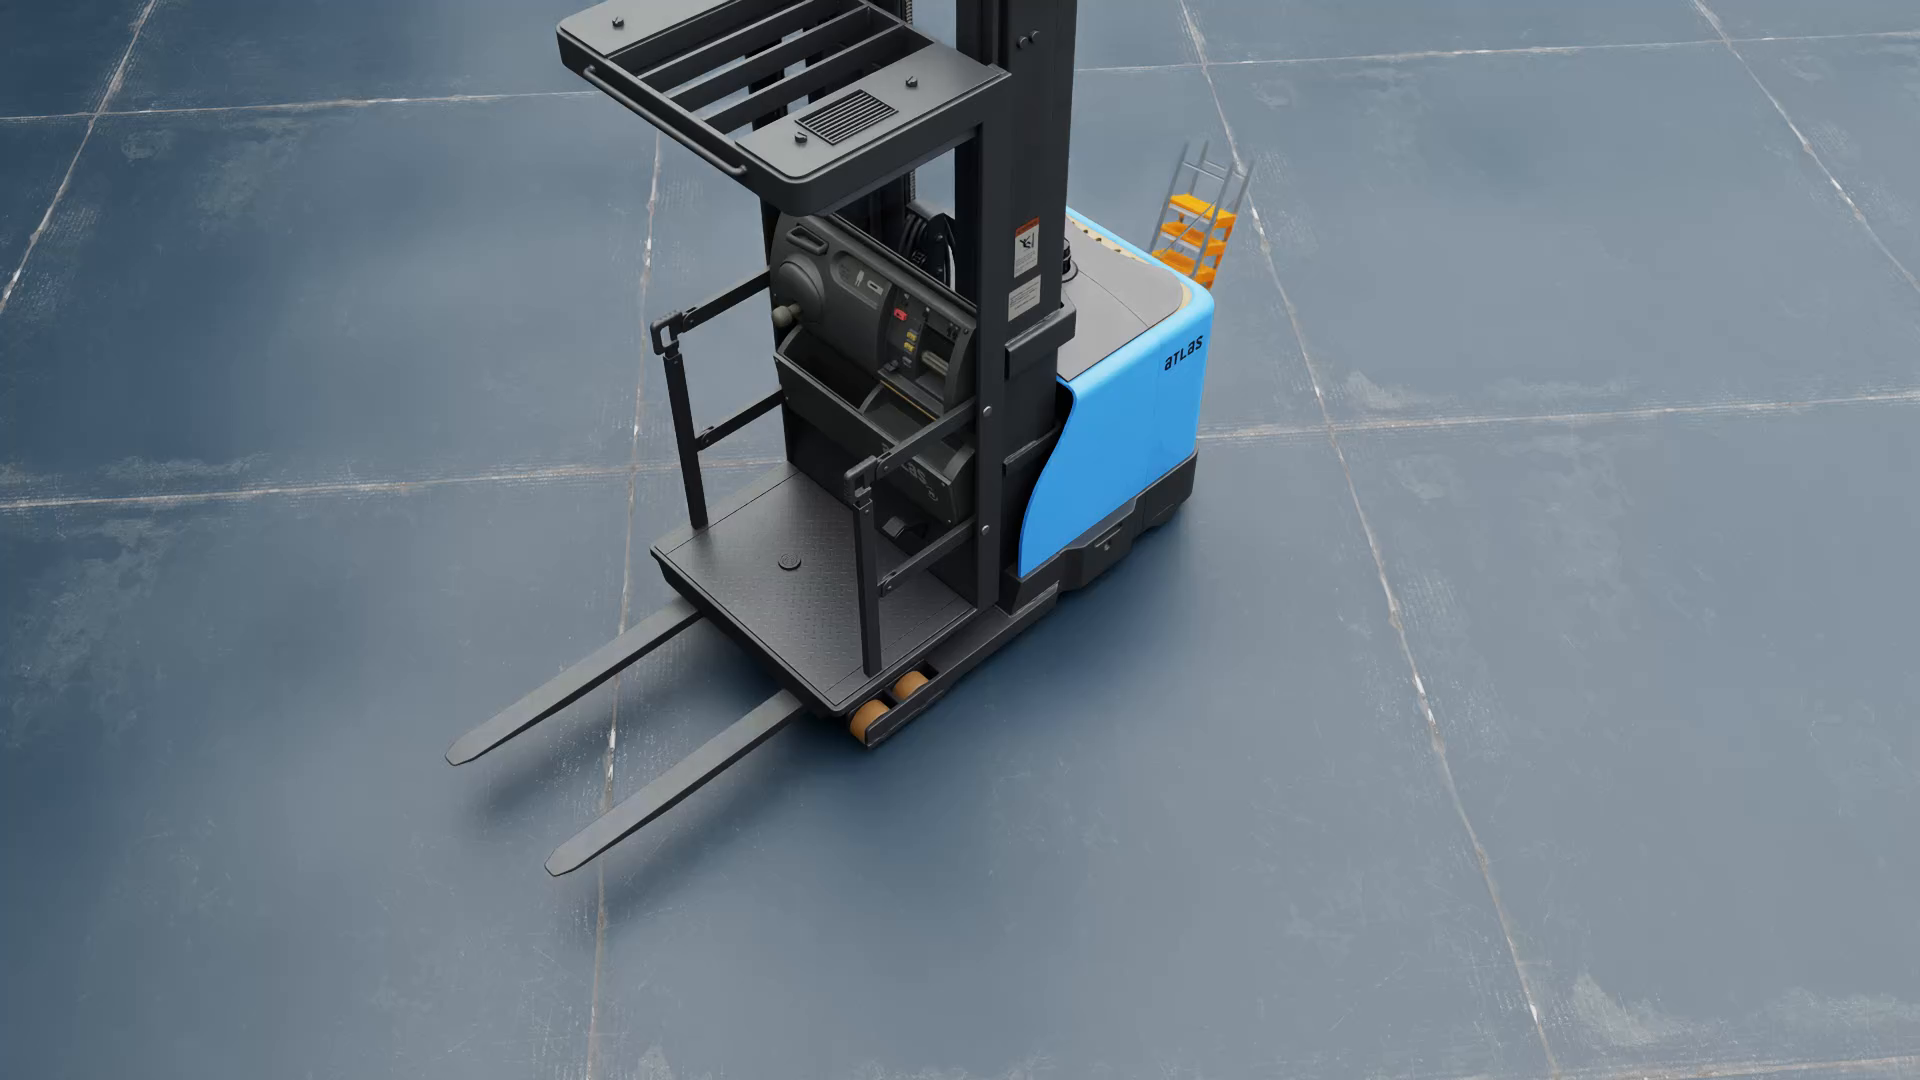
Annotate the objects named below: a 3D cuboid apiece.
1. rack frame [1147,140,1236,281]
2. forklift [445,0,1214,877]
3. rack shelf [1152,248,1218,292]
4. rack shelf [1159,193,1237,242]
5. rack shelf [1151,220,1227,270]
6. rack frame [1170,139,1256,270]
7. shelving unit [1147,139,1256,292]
[{"bbox_3d":[0.837,-1.030,6.866,0.240,1.200,0.006,31,29,26],"label":"rack frame"},{"bbox_3d":[-0.455,-0.693,5.388,3.031,2.935,1.130,-35,56,-28],"label":"forklift"},{"bbox_3d":[0.909,-1.115,6.905,0.258,0.103,0.180,31,29,26],"label":"rack shelf"},{"bbox_3d":[0.973,-1.321,6.800,0.258,0.103,0.180,31,29,26],"label":"rack shelf"},{"bbox_3d":[0.941,-1.218,6.852,0.258,0.103,0.180,31,29,26],"label":"rack shelf"},{"bbox_3d":[0.942,-1.071,7.010,0.240,1.200,0.006,31,29,26],"label":"rack frame"},{"bbox_3d":[0.889,-1.050,6.938,0.258,1.200,0.189,31,29,26],"label":"shelving unit"}]
